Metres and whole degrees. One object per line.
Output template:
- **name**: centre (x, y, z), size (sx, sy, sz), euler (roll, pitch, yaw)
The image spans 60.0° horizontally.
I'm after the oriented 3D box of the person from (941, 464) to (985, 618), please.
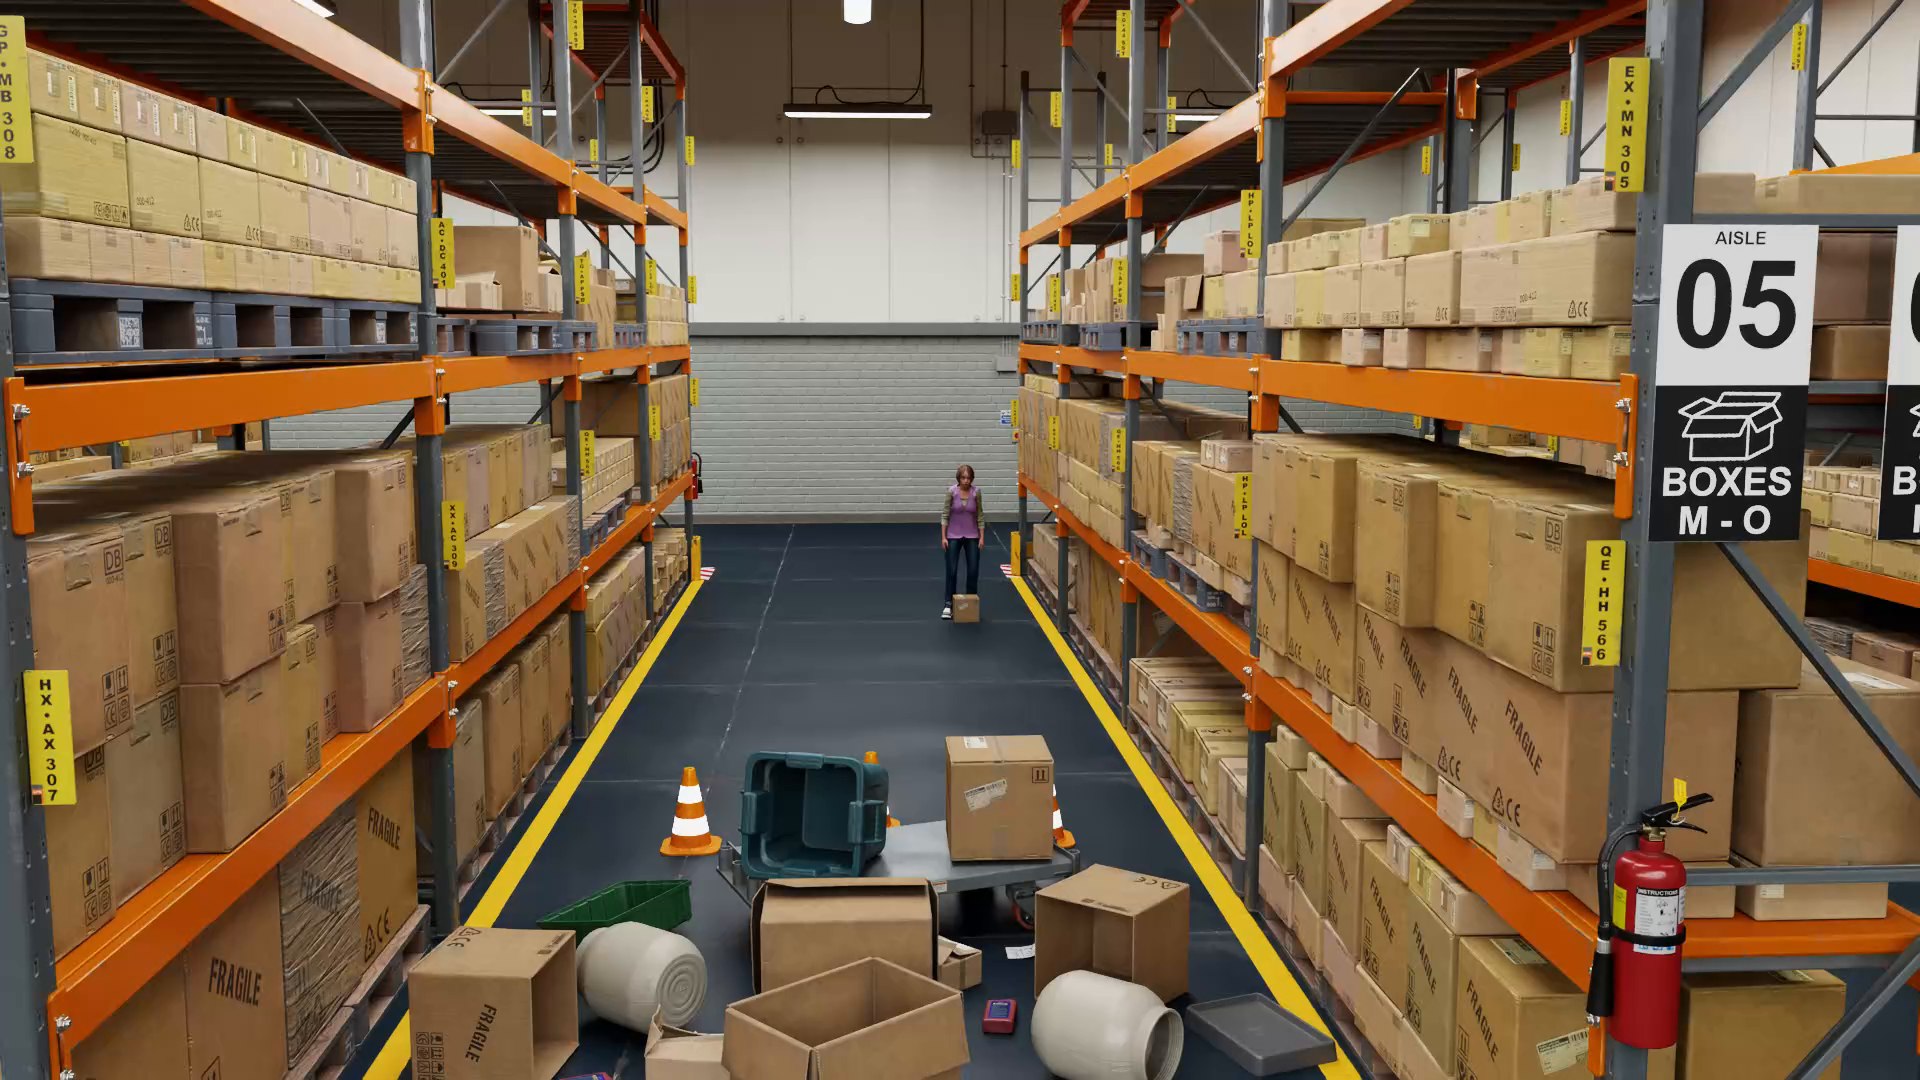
- **person**: centre (0.032, 0.013, 17.244), size (0.460, 1.581, 0.345), euler (-1, 7, -5)
